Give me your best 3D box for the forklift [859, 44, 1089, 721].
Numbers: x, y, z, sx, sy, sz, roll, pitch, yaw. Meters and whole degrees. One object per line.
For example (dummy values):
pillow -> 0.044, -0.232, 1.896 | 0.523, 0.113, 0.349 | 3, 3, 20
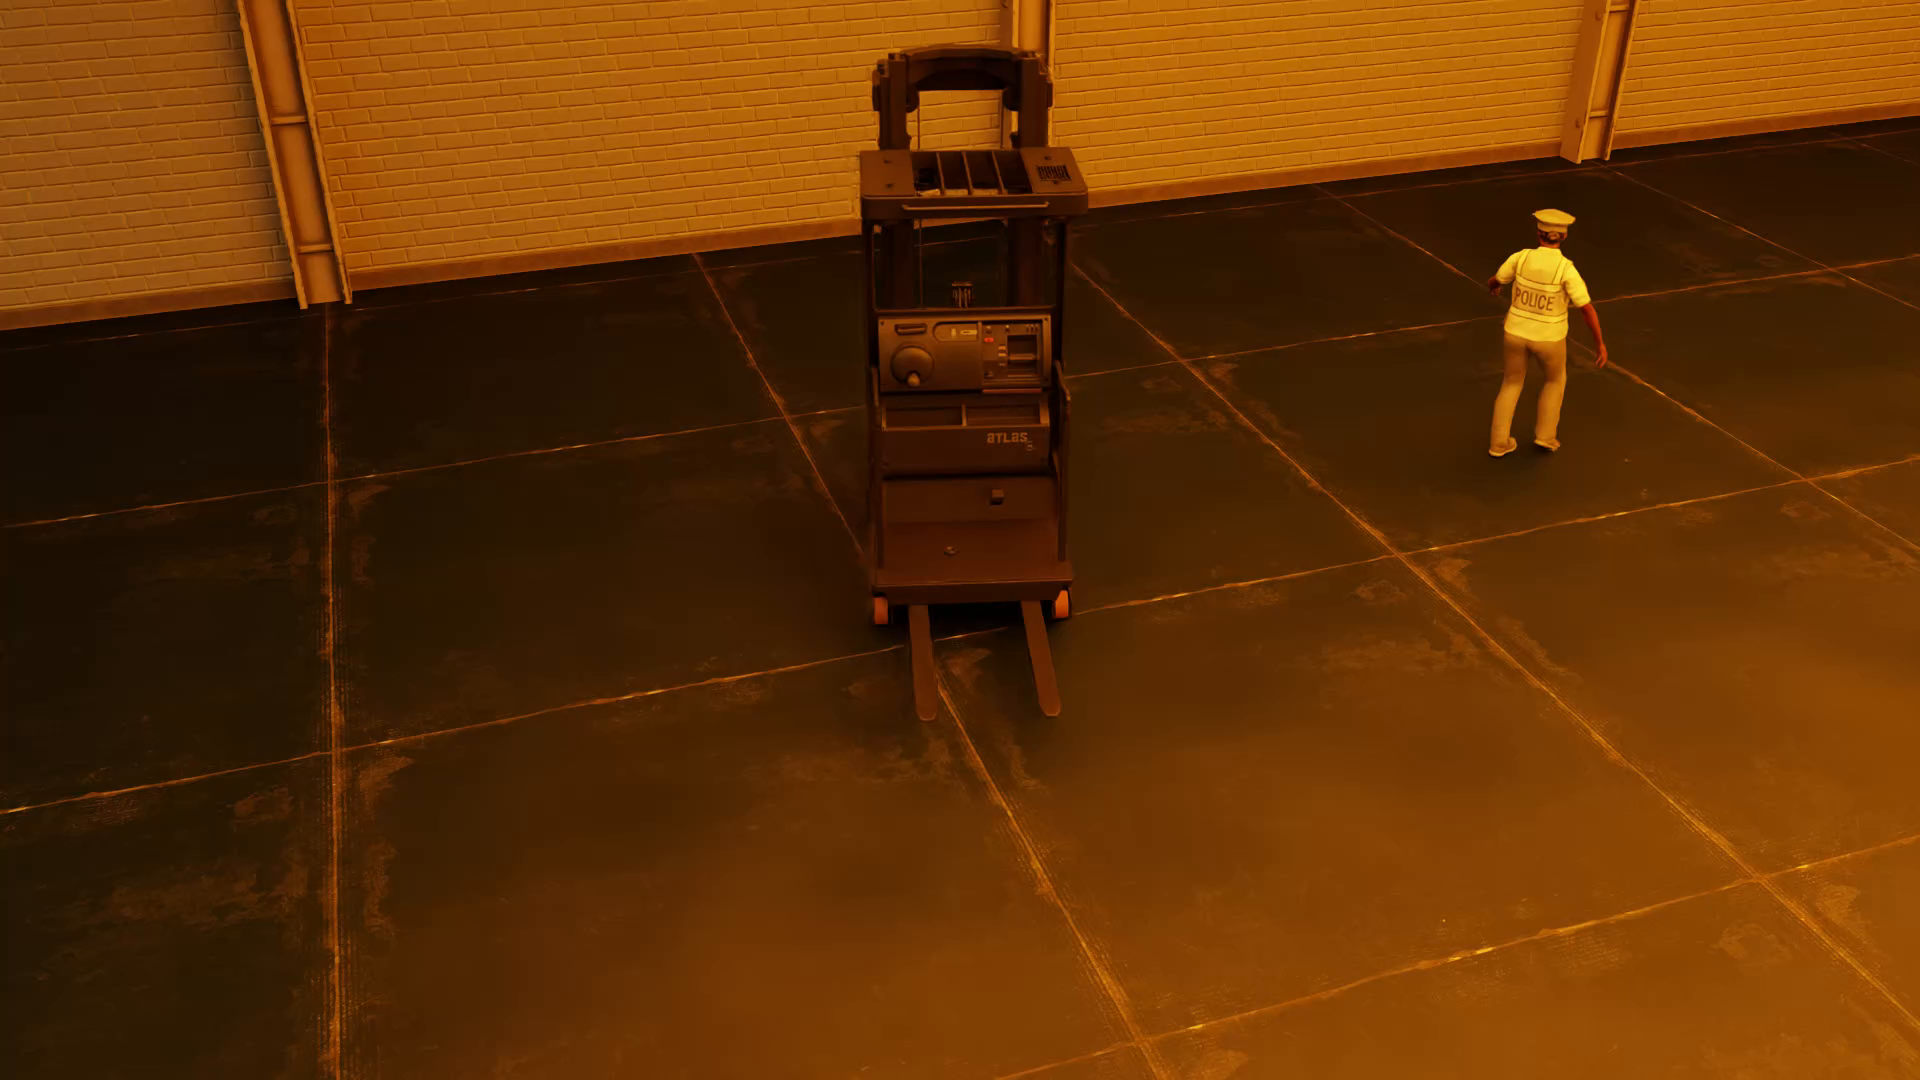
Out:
forklift -> 0.043, -0.967, 8.767 | 1.130, 2.935, 3.031 | -2, 30, -3

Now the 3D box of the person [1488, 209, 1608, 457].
person -> 3.743, -1.303, 10.711 | 0.899, 1.691, 0.546 | 22, 37, 33
